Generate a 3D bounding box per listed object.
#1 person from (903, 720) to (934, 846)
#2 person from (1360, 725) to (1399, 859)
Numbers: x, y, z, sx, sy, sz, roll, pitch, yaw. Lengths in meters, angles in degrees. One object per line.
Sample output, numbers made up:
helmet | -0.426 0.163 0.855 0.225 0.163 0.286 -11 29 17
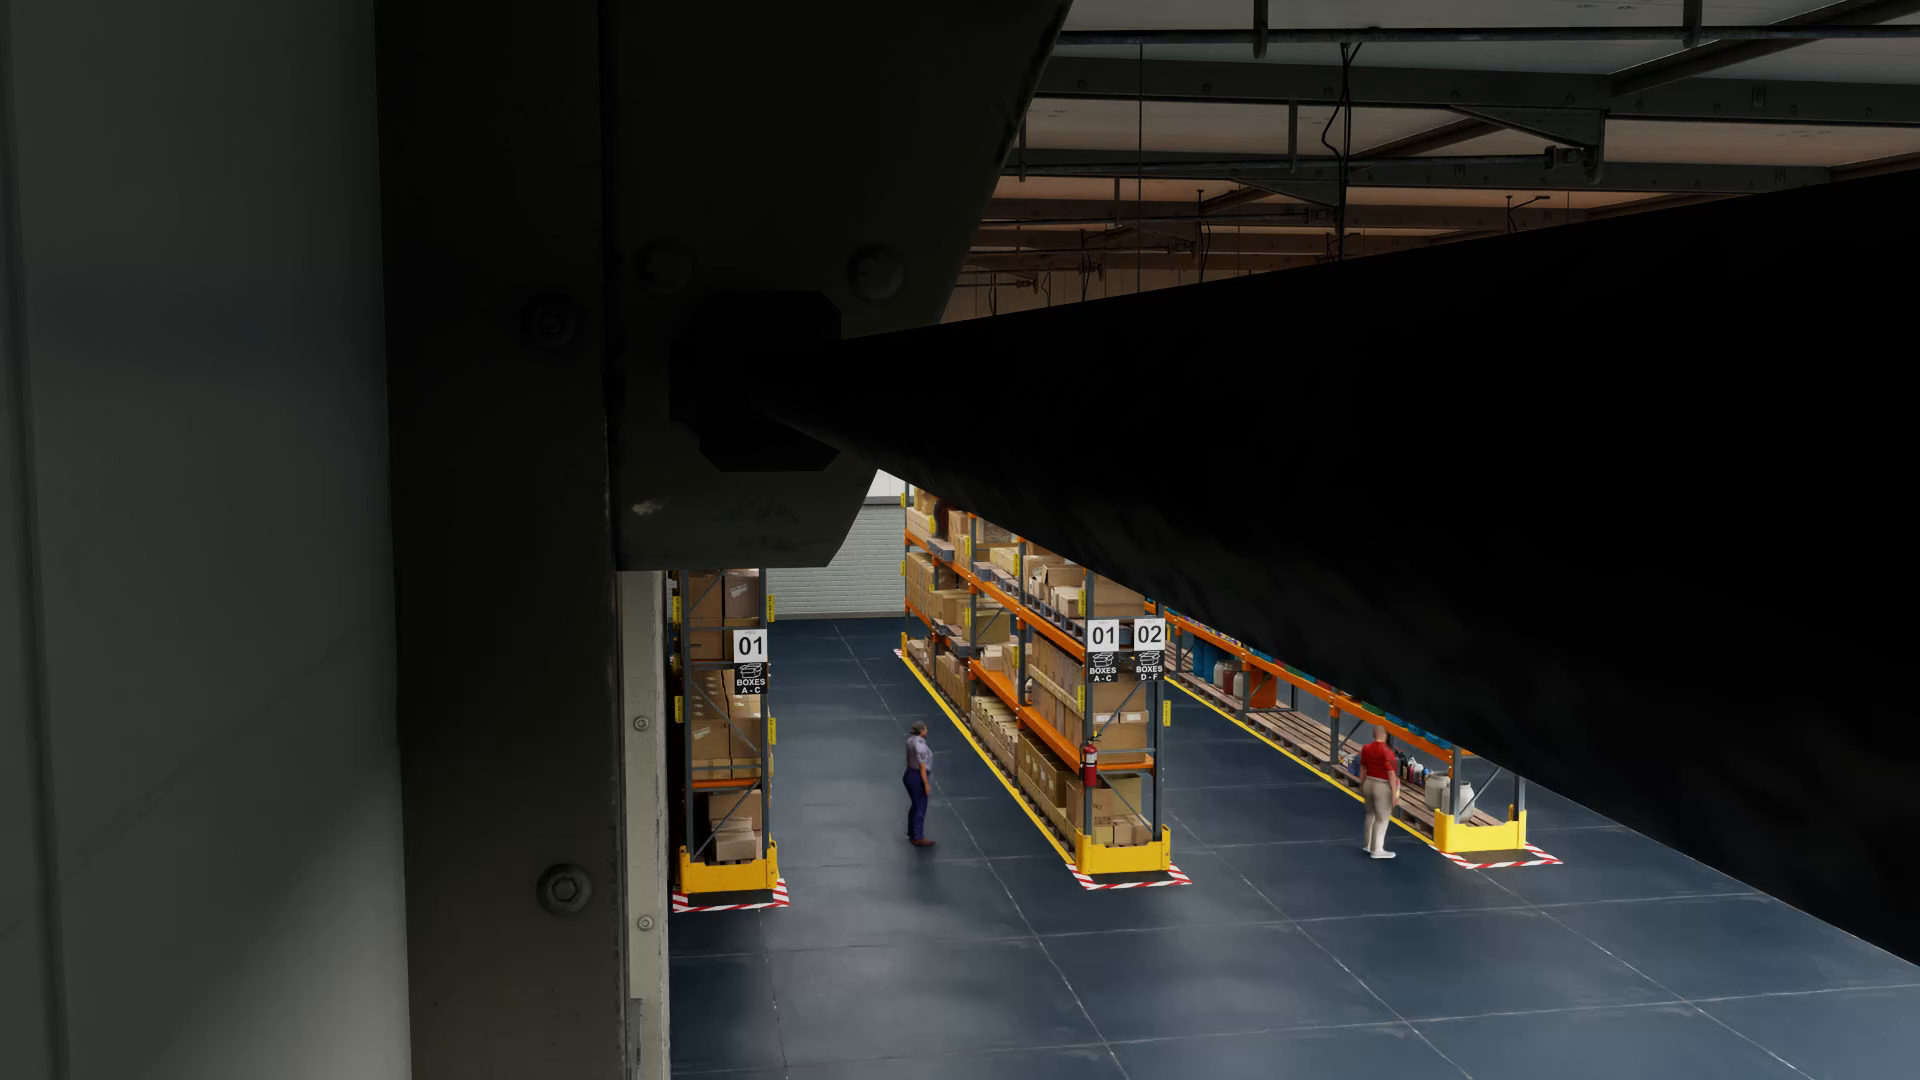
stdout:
person | -0.563 3.261 22.169 0.358 1.732 0.564 -2 6 -19
person | 5.468 3.268 21.518 0.441 1.774 0.591 -3 7 -28
